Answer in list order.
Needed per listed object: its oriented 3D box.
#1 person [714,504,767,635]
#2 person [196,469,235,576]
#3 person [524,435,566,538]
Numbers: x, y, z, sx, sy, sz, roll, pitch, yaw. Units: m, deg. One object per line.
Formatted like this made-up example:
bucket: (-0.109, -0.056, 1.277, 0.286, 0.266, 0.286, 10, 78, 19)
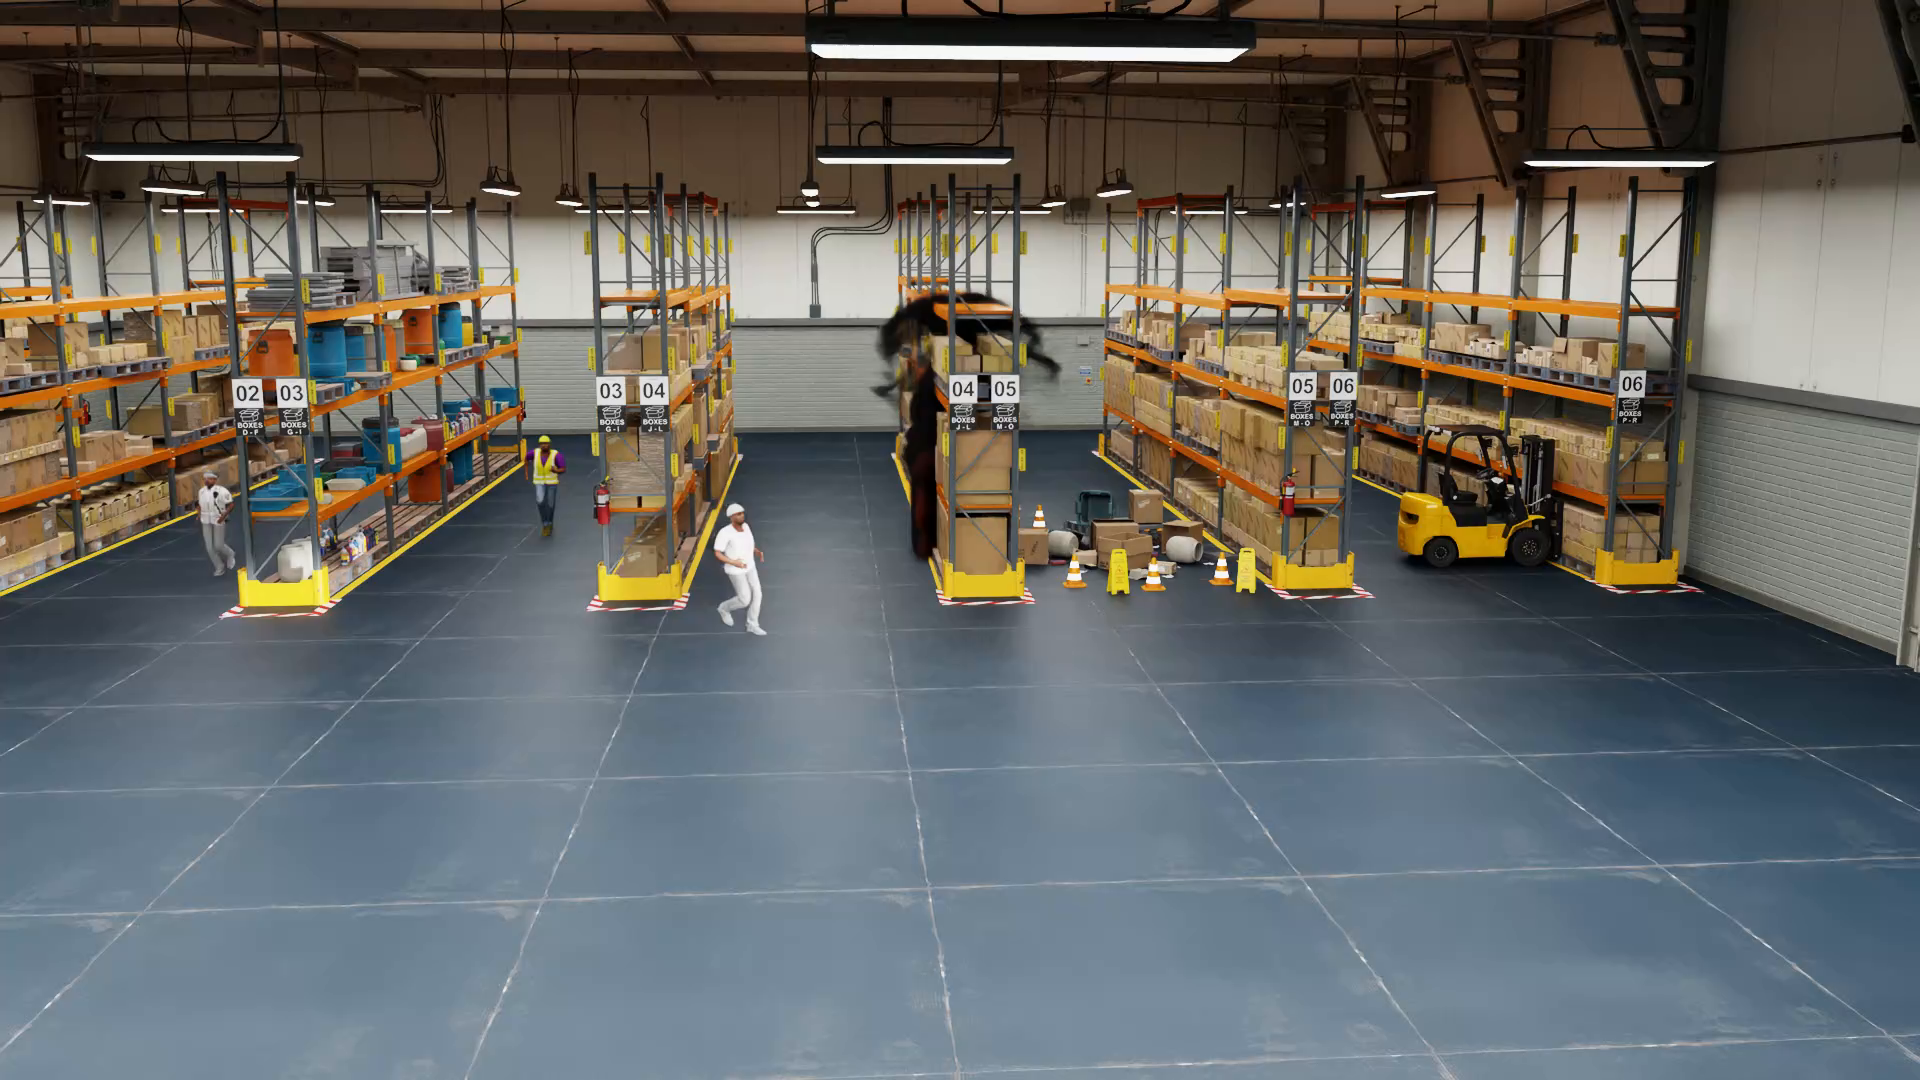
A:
person: (-2.888, 0.375, 21.467, 0.733, 1.723, 0.742, 6, 12, 30)
person: (-11.429, -0.276, 25.502, 0.555, 1.654, 0.550, 1, 10, 3)
person: (-7.242, -0.951, 29.076, 0.729, 1.788, 0.838, -2, 10, -9)
